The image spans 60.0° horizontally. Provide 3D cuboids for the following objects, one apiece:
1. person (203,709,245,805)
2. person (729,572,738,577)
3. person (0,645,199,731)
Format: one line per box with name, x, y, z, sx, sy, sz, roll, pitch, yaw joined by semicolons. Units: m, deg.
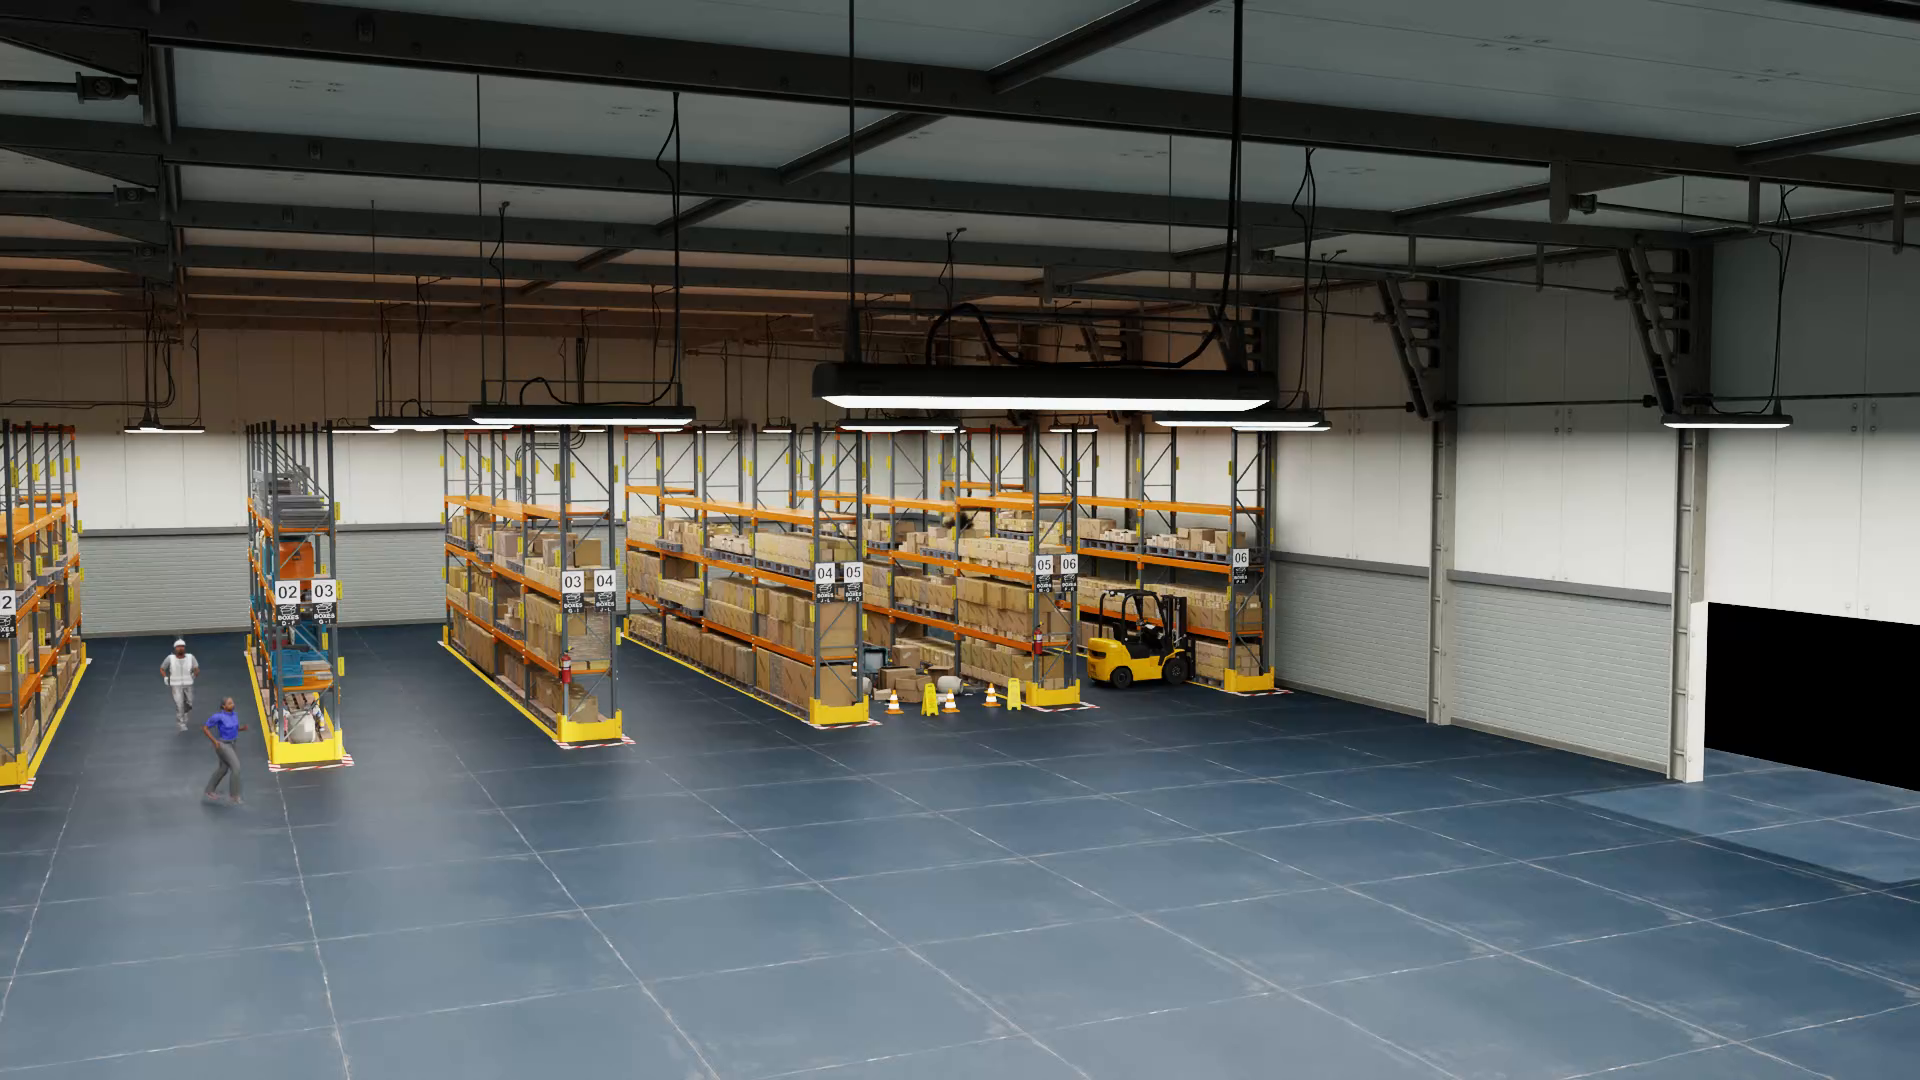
person;-11.473;3.388;25.955;0.733;1.525;0.512;0;4;7
person;-6.840;1.777;50.439;0.612;1.615;0.633;-1;4;-12
person;-15.574;2.866;30.178;3.889;1.943;3.907;-3;4;-35
